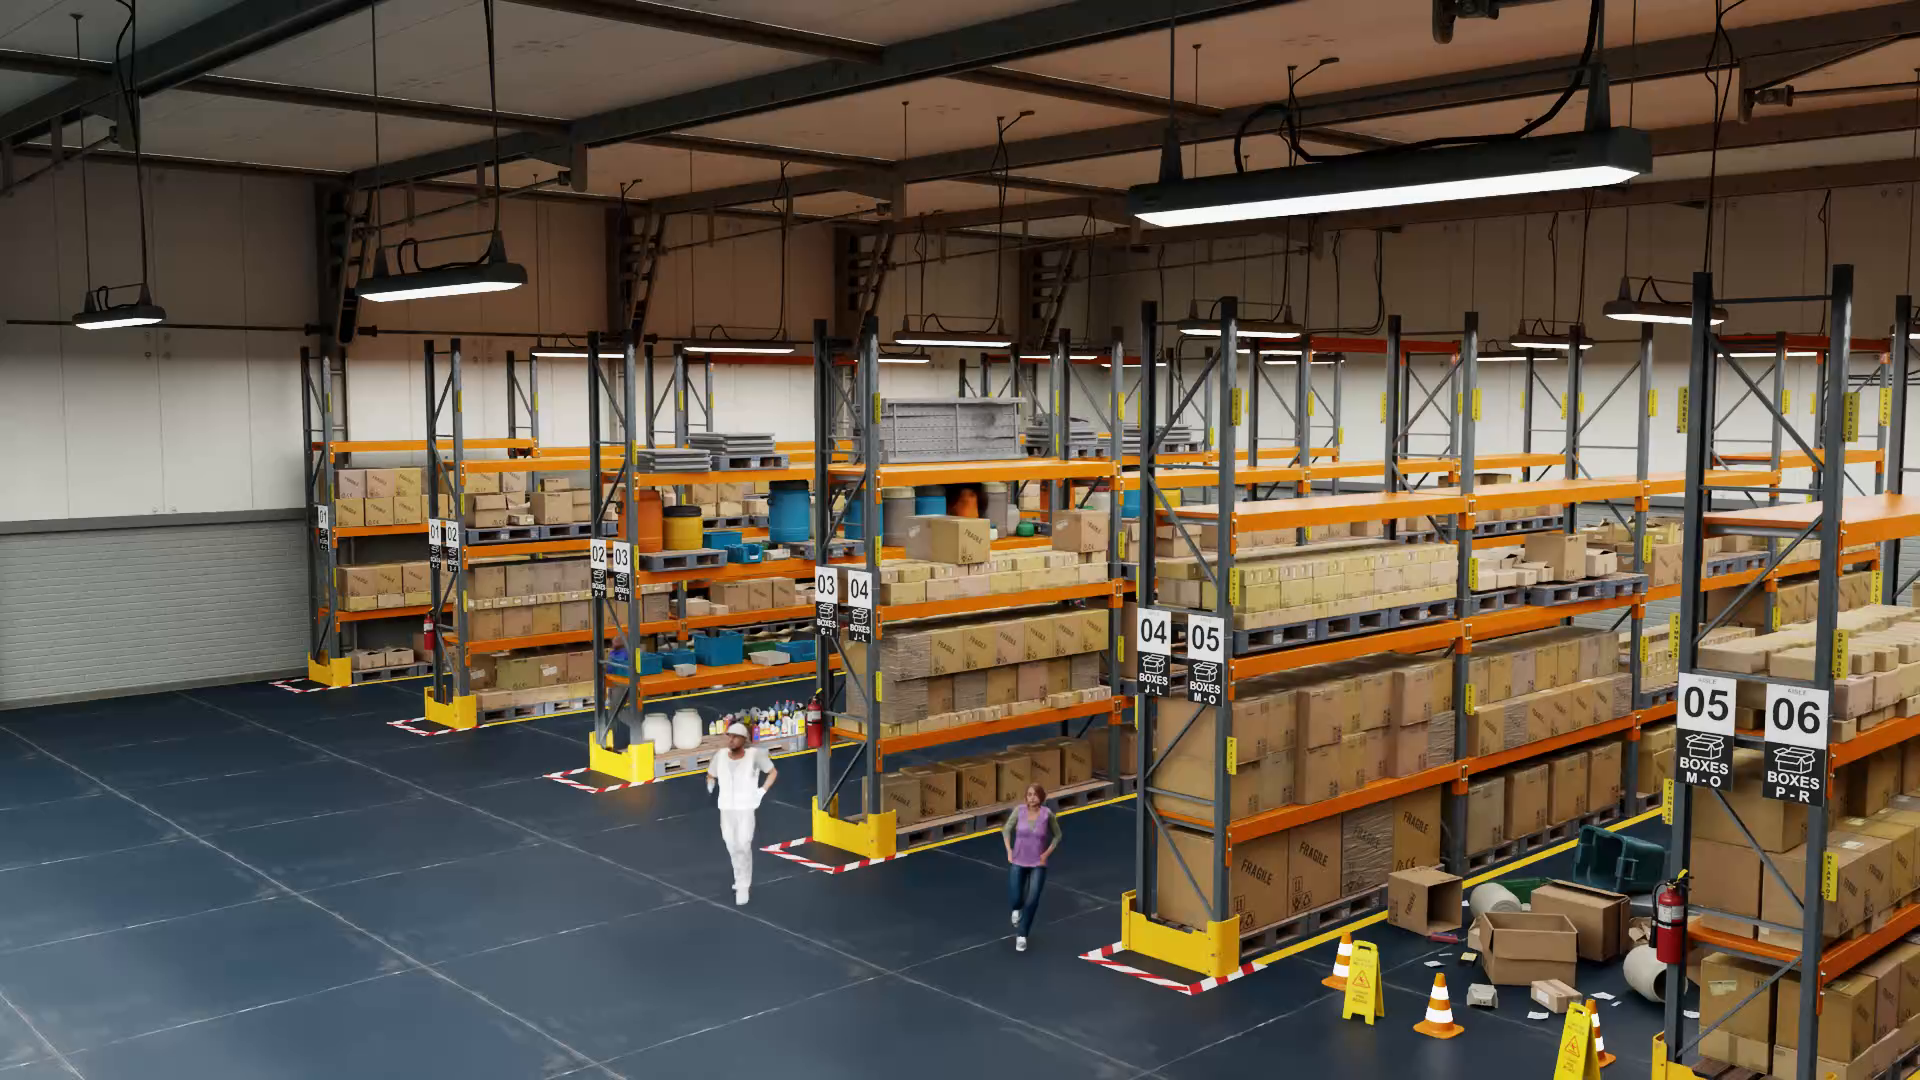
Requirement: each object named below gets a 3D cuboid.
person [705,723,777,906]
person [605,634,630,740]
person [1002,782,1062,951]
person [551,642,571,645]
[{"bbox_3d":[-2.281,2.780,17.020,0.720,1.823,0.652,1,5,13],"label":"person"},{"bbox_3d":[-4.970,2.184,24.217,0.582,1.653,0.898,5,7,44],"label":"person"},{"bbox_3d":[0.676,3.030,15.614,0.563,1.560,0.544,1,5,6],"label":"person"},{"bbox_3d":[-7.109,1.725,29.695,0.661,1.659,0.647,3,6,34],"label":"person"}]
